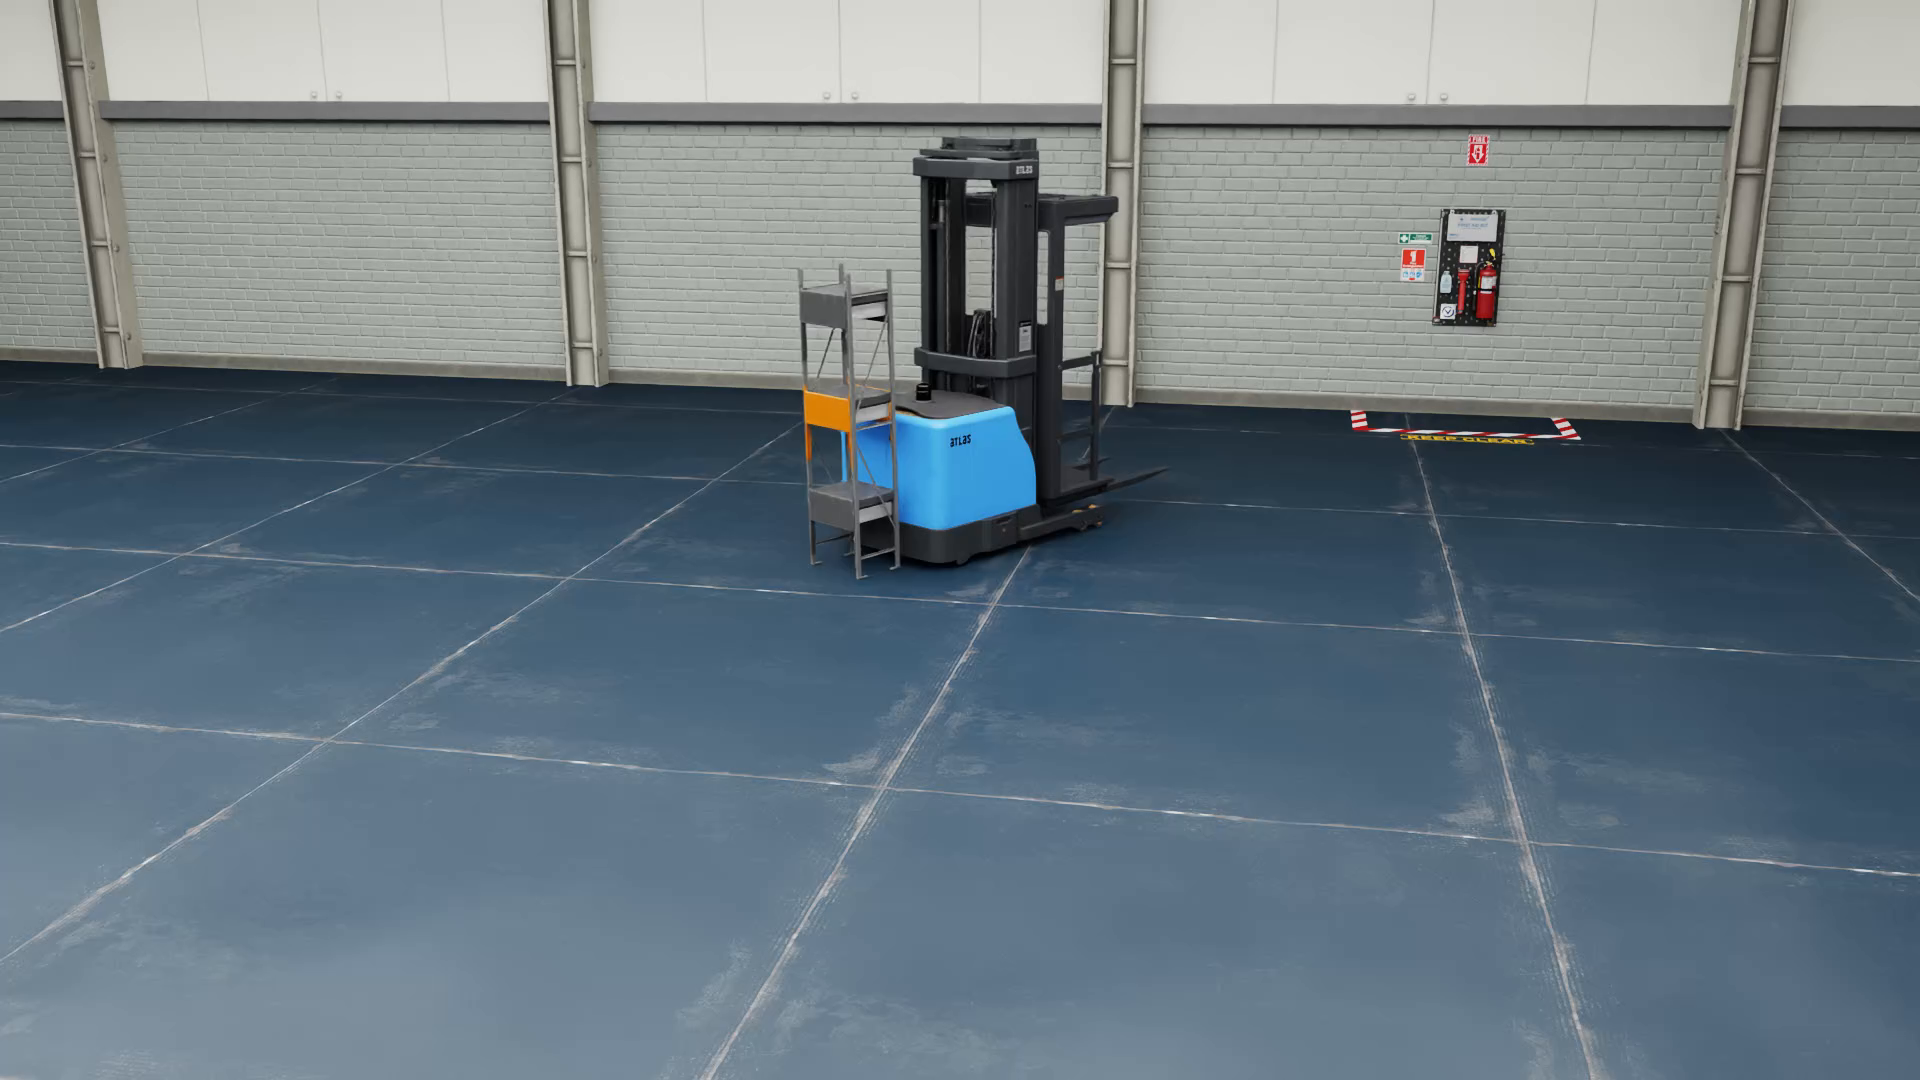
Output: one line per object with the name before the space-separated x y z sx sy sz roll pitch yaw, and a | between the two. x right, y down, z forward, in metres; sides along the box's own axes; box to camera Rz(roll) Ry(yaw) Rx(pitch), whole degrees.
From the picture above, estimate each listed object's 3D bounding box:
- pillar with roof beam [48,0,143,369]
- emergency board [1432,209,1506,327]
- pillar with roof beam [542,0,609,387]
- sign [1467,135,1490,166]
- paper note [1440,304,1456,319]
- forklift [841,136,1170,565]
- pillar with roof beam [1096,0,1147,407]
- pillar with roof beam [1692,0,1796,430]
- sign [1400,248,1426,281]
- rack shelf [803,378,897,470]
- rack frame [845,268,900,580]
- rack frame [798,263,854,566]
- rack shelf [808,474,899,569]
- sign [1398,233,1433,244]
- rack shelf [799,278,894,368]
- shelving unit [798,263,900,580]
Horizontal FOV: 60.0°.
pillar with roof beam | -10.958 -5.303 14.778 0.400 9.000 9.100 3 16 11
emergency board | 5.125 -2.722 16.699 0.643 1.169 0.194 3 16 11
pillar with roof beam | -5.078 -4.984 13.626 0.400 9.000 9.100 3 16 11
sign | 5.137 -3.865 16.485 0.199 0.298 0.001 3 16 11
paper note | 4.965 -2.325 16.915 0.142 0.148 0.016 3 16 11
forklift | 0.486 -1.562 12.640 1.130 2.935 3.031 14 20 40
pillar with roof beam | 0.801 -4.664 12.474 0.400 9.000 9.100 3 16 11
pillar with roof beam | 6.681 -4.345 11.322 0.400 9.000 9.100 3 16 11
sign | 4.604 -2.795 16.897 0.234 0.329 0.001 3 16 11
rack shelf | -0.760 -0.808 11.507 0.431 0.518 0.480 -17 23 -42
rack frame | -0.588 -0.776 11.336 0.400 2.100 0.015 -17 23 -42
rack frame | -0.932 -0.867 11.670 0.400 2.100 0.015 -17 23 -42
rack shelf | -0.747 -0.137 11.705 0.431 0.518 0.480 -17 23 -42
sign | 4.606 -3.048 16.817 0.331 0.109 0.001 3 16 11
rack shelf | -0.773 -1.480 11.309 0.431 0.518 0.480 -17 23 -42
shelving unit | -0.760 -0.821 11.503 0.431 2.100 0.503 -17 23 -42
